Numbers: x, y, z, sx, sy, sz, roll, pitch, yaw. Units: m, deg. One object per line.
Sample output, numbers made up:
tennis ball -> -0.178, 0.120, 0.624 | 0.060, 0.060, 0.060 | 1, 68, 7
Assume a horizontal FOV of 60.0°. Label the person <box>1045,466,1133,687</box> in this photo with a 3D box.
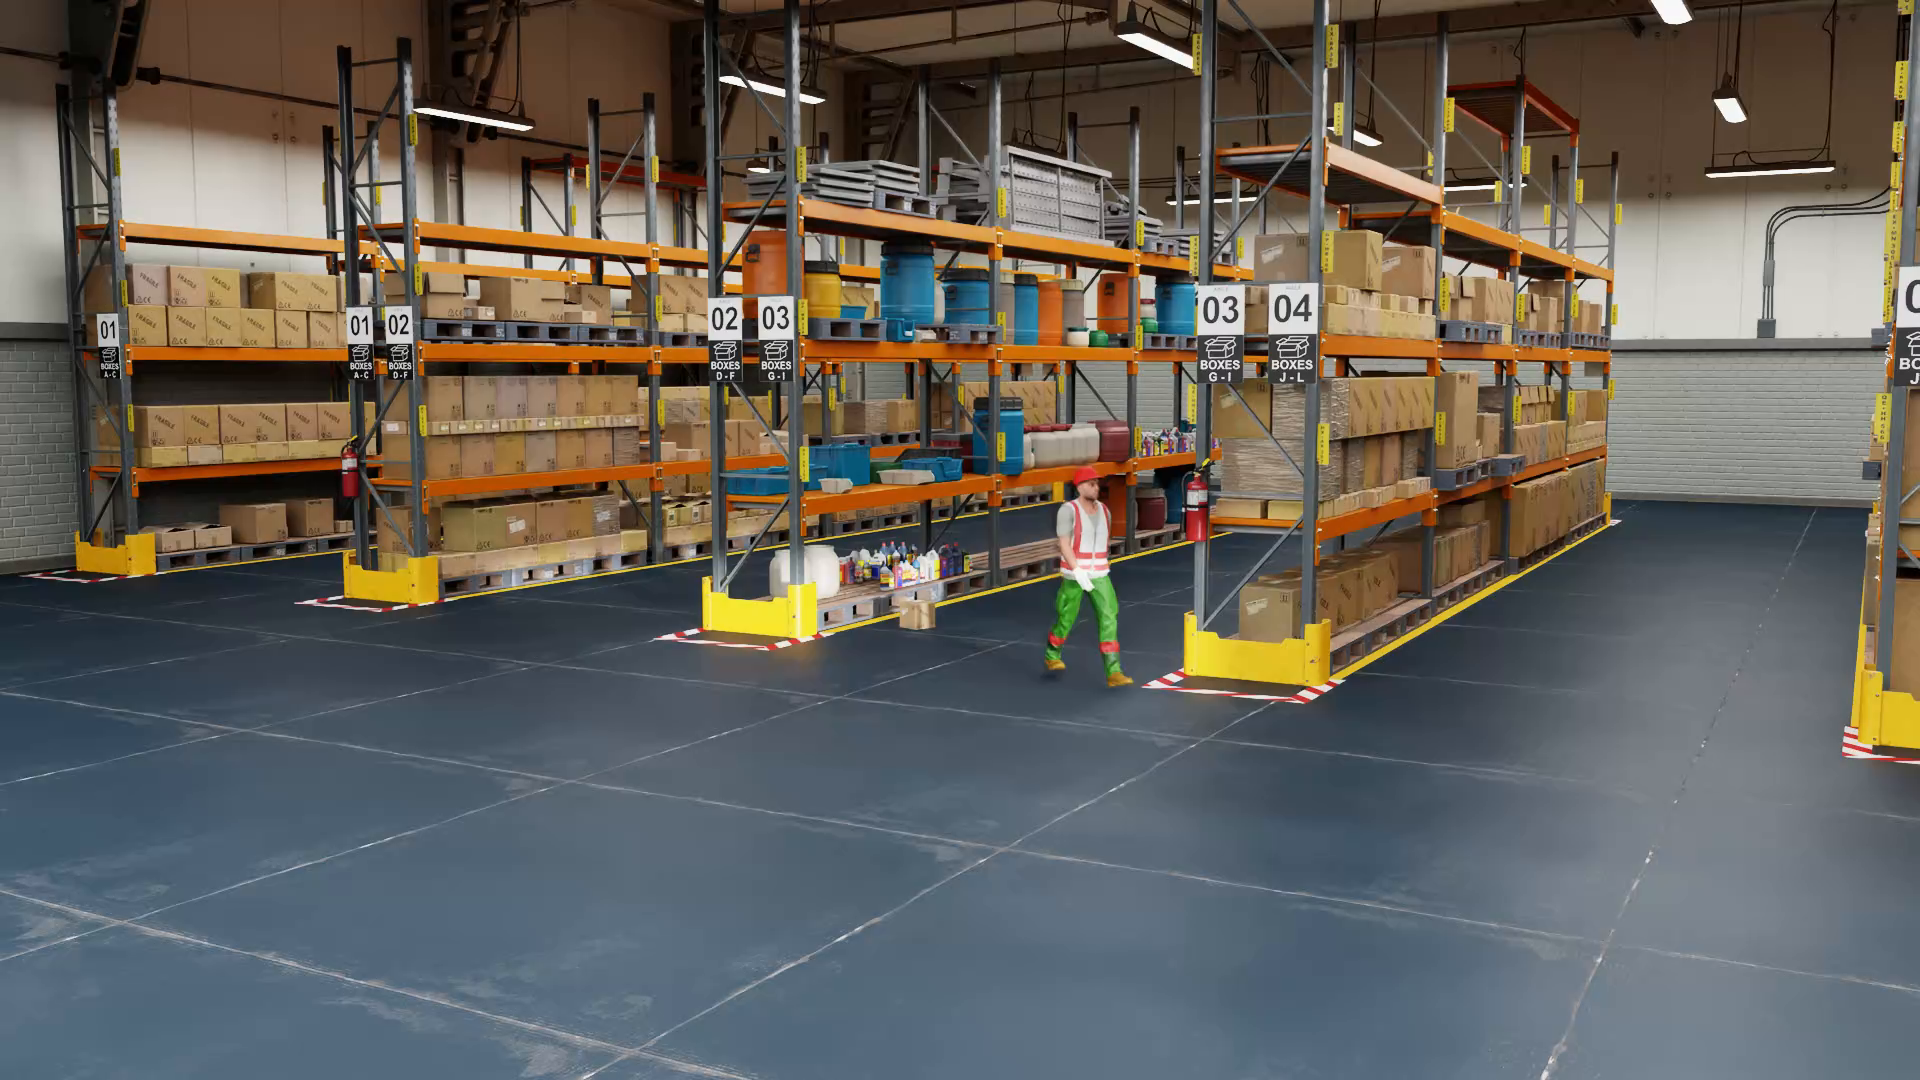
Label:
person -> 1.026, 0.279, 13.276 | 0.517, 1.734, 1.103 | -2, 6, -21
